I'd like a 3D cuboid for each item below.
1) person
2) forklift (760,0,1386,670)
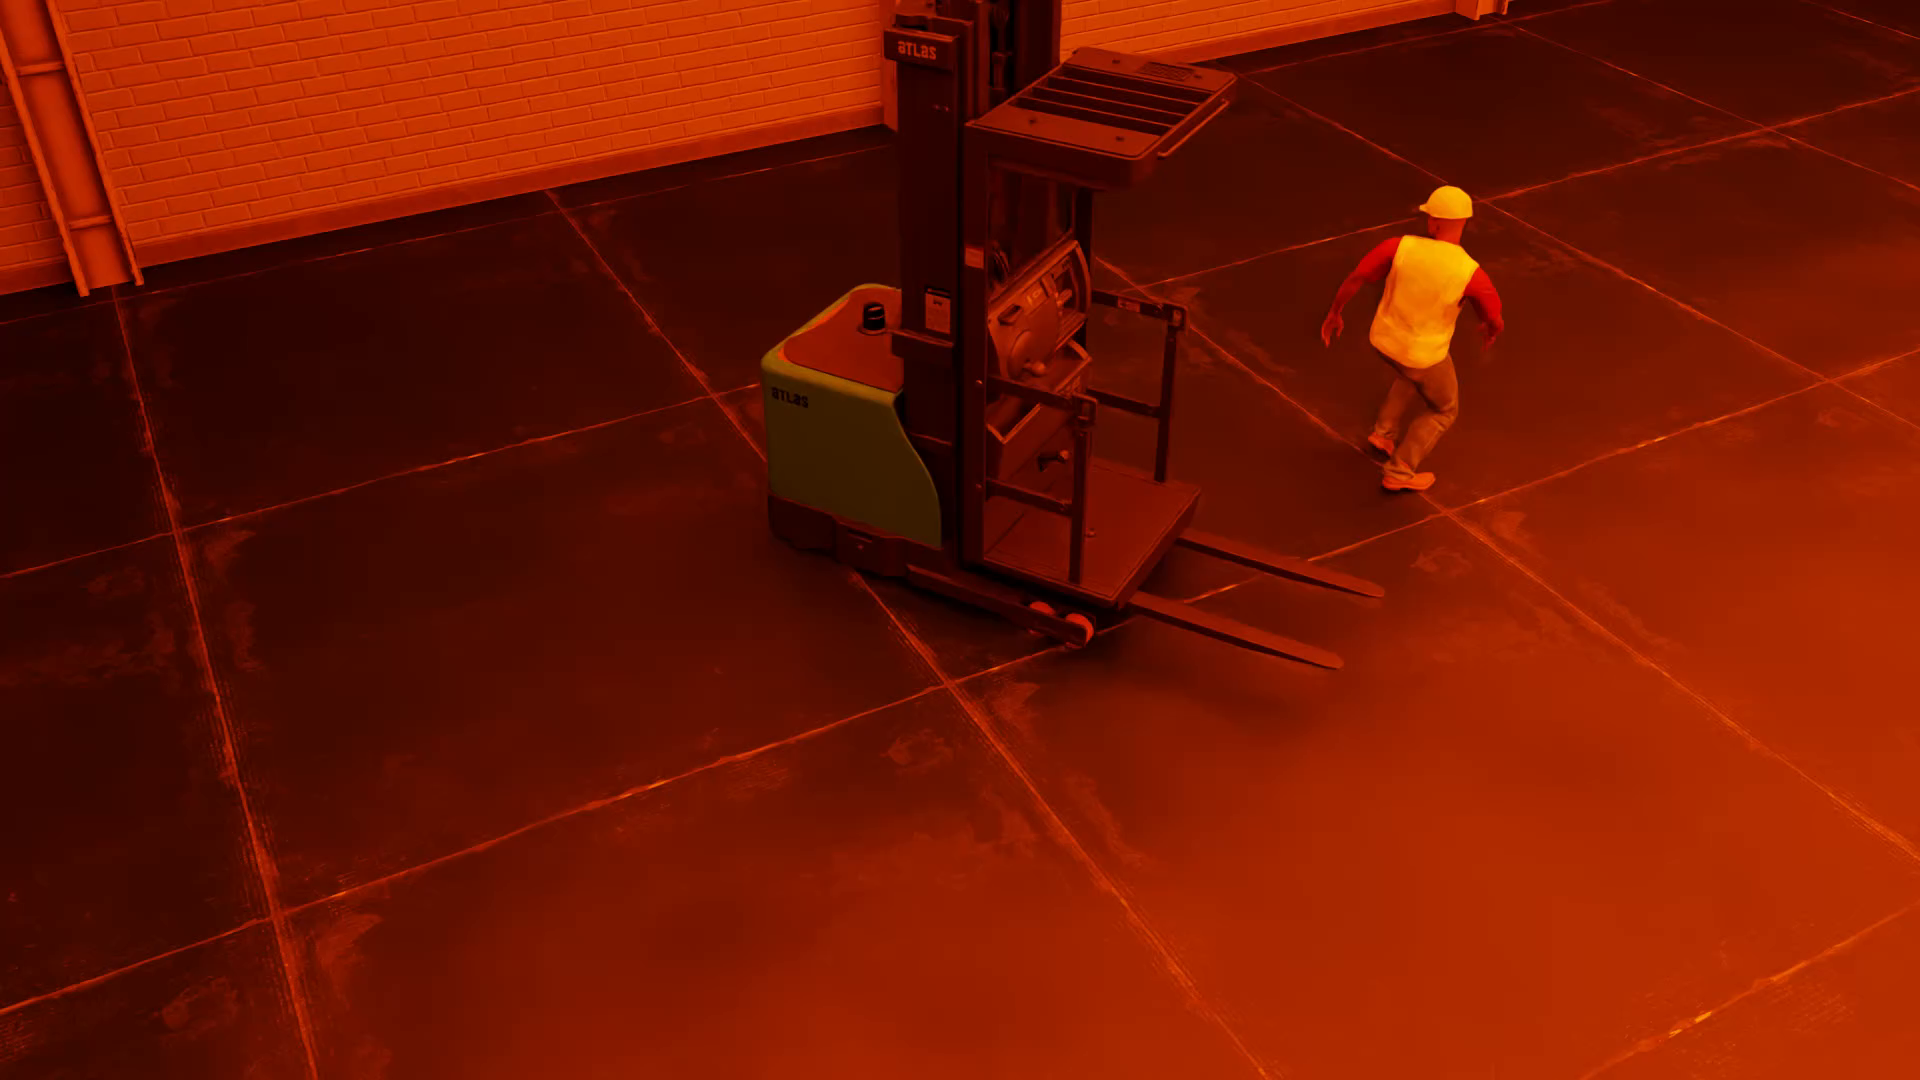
[{"bbox_3d":[2.397,-1.033,8.685,0.753,1.712,0.753,-23,41,-29],"label":"person"},{"bbox_3d":[0.548,-1.031,7.581,3.031,2.935,1.130,18,39,23],"label":"forklift"}]
